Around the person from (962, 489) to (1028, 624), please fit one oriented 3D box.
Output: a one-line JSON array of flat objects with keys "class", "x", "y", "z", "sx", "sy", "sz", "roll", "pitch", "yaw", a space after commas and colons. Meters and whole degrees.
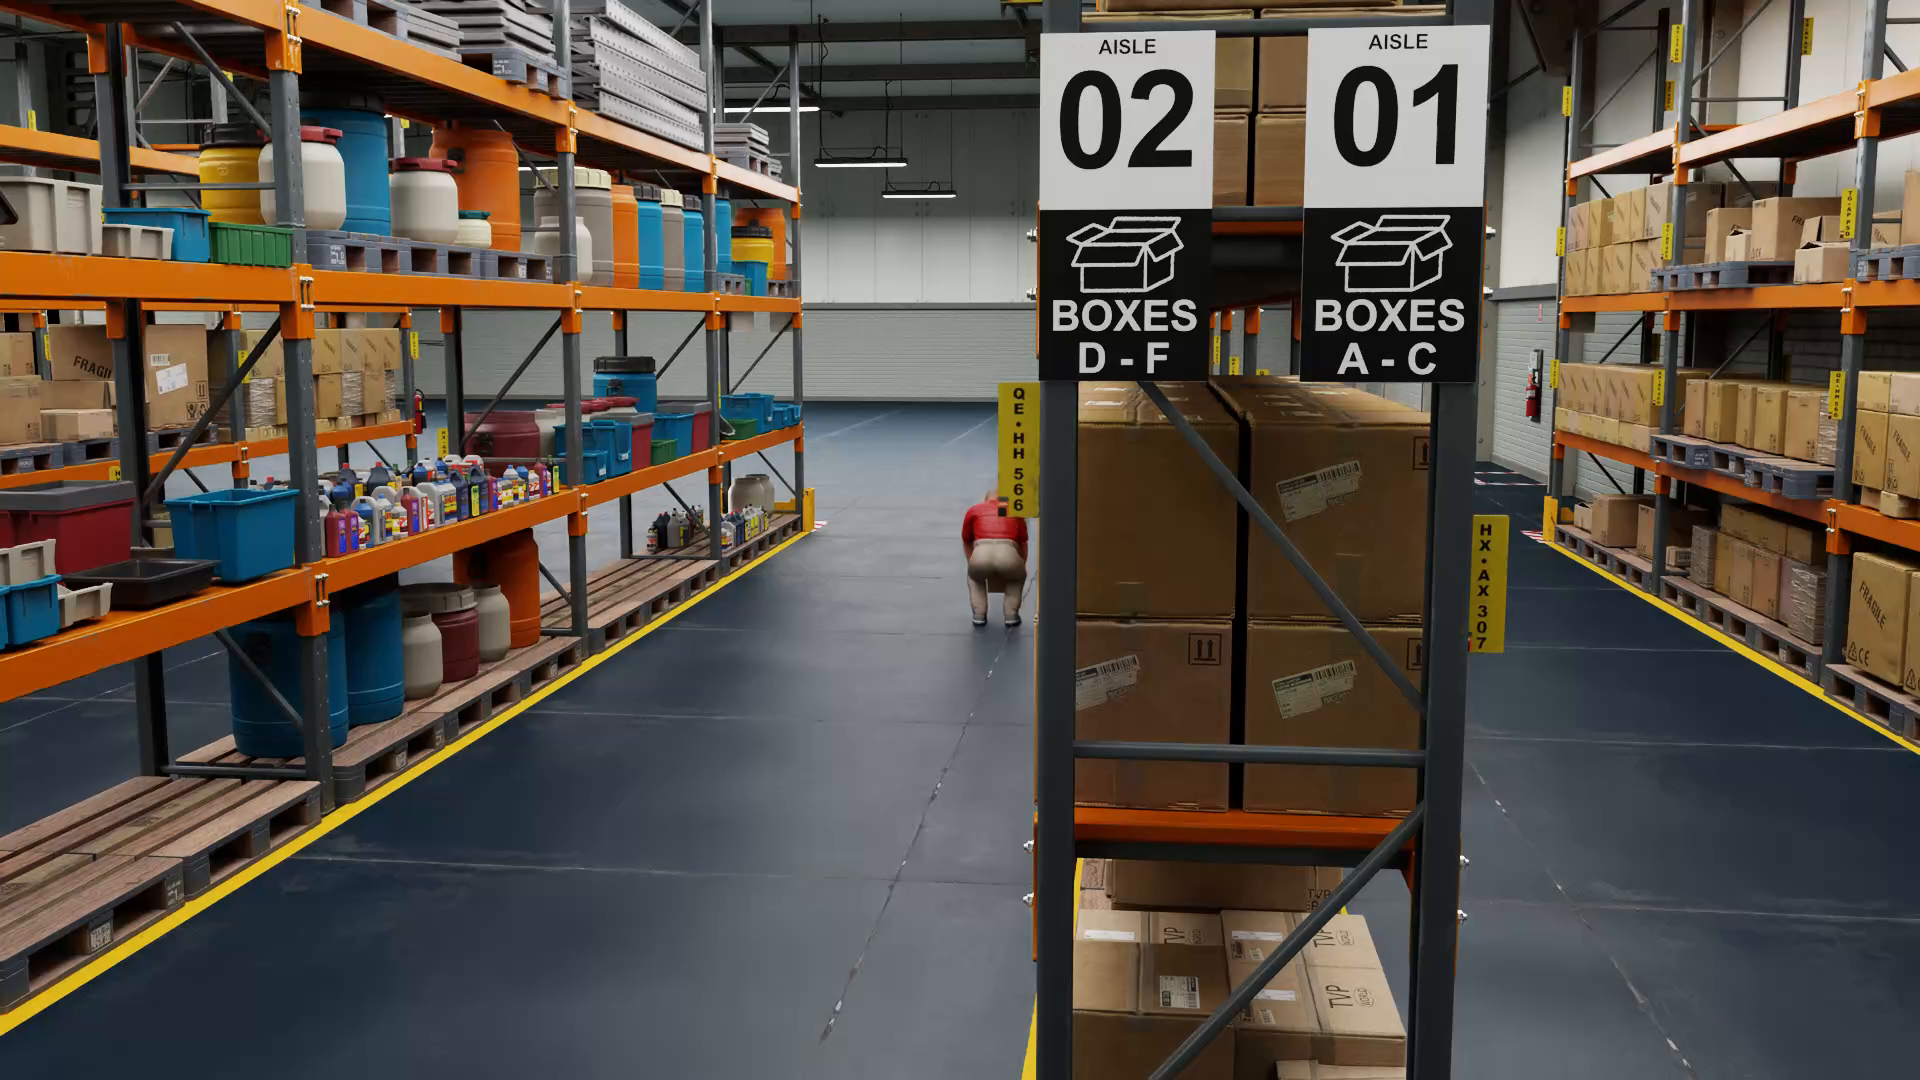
[{"class": "person", "x": 0.282, "y": 0.146, "z": 14.140, "sx": 0.569, "sy": 1.106, "sz": 0.831, "roll": 1, "pitch": 8, "yaw": 7}]
